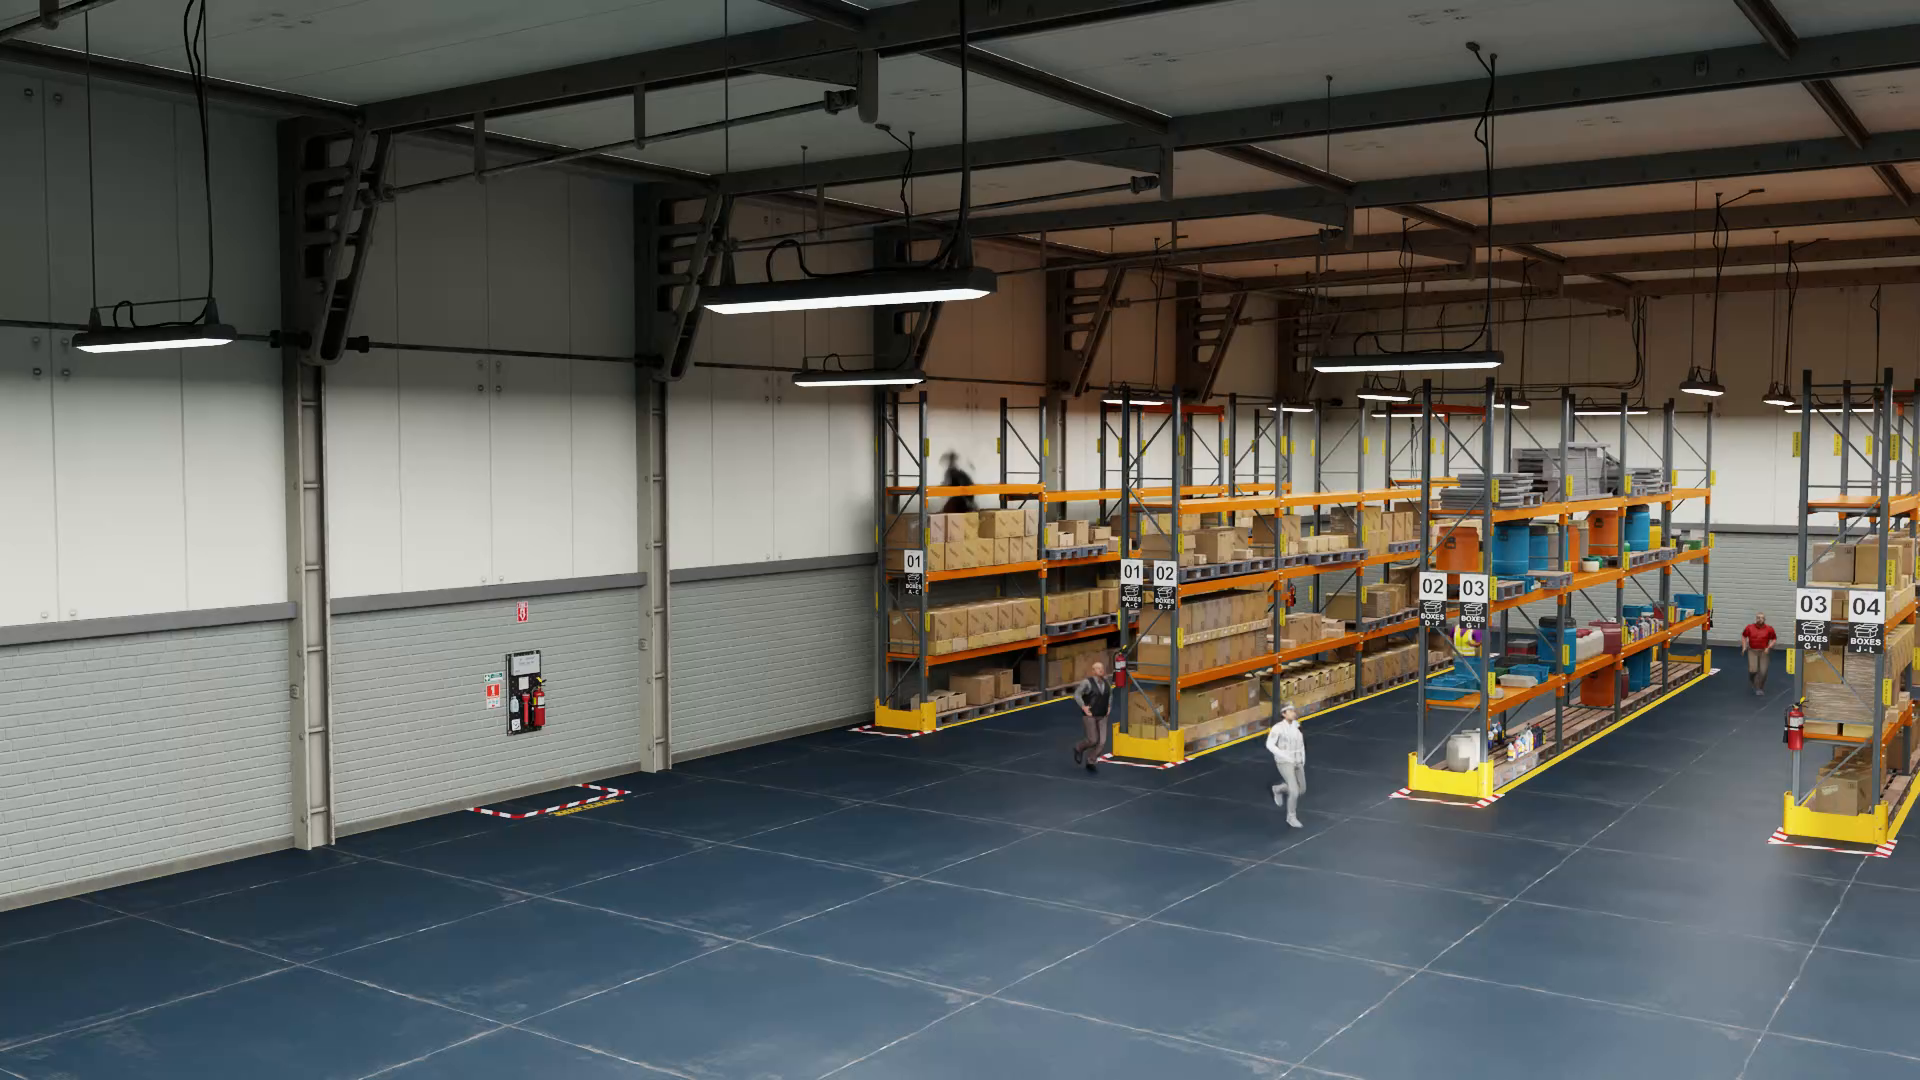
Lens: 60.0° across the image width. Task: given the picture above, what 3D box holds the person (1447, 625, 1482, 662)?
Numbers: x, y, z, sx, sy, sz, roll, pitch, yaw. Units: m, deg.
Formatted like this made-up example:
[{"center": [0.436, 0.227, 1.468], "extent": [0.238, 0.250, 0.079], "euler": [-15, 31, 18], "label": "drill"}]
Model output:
[{"center": [9.952, 2.289, 32.825], "extent": [0.710, 1.747, 0.968], "euler": [2, 4, 29], "label": "person"}]

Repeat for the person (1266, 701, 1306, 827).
[{"center": [4.362, 2.962, 22.161], "extent": [0.648, 1.657, 0.560], "euler": [-2, 4, -35], "label": "person"}]

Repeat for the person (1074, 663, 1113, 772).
[{"center": [2.101, 2.737, 25.844], "extent": [0.685, 1.681, 0.547], "euler": [-2, 4, -26], "label": "person"}]

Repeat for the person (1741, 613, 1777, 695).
[{"center": [16.126, 2.304, 33.571], "extent": [0.653, 1.671, 0.631], "euler": [1, 3, 25], "label": "person"}]
